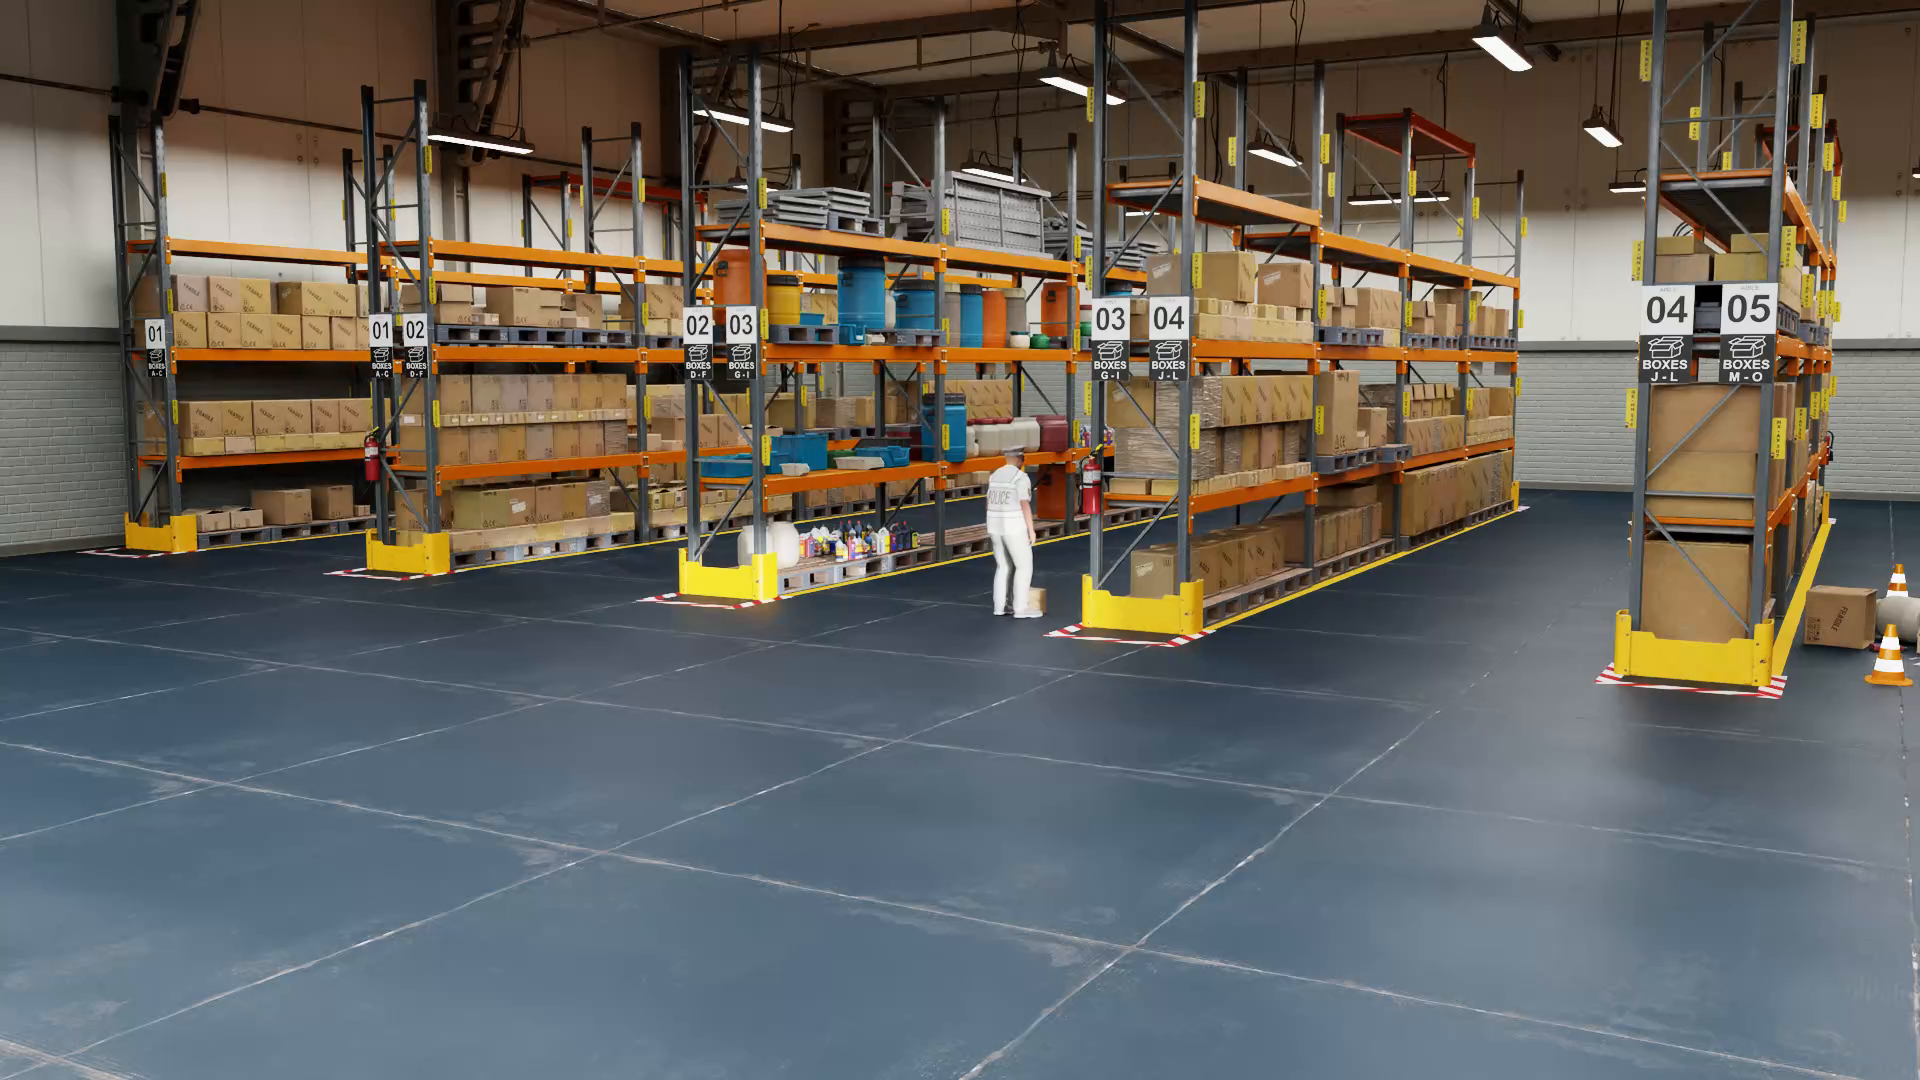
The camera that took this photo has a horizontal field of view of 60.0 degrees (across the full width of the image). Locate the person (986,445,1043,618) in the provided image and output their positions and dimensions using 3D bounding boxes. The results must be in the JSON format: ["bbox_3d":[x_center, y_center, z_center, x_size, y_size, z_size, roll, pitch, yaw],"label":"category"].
[{"bbox_3d":[0.516,-0.092,16.990,0.601,1.747,0.444,6,8,44],"label":"person"}]
